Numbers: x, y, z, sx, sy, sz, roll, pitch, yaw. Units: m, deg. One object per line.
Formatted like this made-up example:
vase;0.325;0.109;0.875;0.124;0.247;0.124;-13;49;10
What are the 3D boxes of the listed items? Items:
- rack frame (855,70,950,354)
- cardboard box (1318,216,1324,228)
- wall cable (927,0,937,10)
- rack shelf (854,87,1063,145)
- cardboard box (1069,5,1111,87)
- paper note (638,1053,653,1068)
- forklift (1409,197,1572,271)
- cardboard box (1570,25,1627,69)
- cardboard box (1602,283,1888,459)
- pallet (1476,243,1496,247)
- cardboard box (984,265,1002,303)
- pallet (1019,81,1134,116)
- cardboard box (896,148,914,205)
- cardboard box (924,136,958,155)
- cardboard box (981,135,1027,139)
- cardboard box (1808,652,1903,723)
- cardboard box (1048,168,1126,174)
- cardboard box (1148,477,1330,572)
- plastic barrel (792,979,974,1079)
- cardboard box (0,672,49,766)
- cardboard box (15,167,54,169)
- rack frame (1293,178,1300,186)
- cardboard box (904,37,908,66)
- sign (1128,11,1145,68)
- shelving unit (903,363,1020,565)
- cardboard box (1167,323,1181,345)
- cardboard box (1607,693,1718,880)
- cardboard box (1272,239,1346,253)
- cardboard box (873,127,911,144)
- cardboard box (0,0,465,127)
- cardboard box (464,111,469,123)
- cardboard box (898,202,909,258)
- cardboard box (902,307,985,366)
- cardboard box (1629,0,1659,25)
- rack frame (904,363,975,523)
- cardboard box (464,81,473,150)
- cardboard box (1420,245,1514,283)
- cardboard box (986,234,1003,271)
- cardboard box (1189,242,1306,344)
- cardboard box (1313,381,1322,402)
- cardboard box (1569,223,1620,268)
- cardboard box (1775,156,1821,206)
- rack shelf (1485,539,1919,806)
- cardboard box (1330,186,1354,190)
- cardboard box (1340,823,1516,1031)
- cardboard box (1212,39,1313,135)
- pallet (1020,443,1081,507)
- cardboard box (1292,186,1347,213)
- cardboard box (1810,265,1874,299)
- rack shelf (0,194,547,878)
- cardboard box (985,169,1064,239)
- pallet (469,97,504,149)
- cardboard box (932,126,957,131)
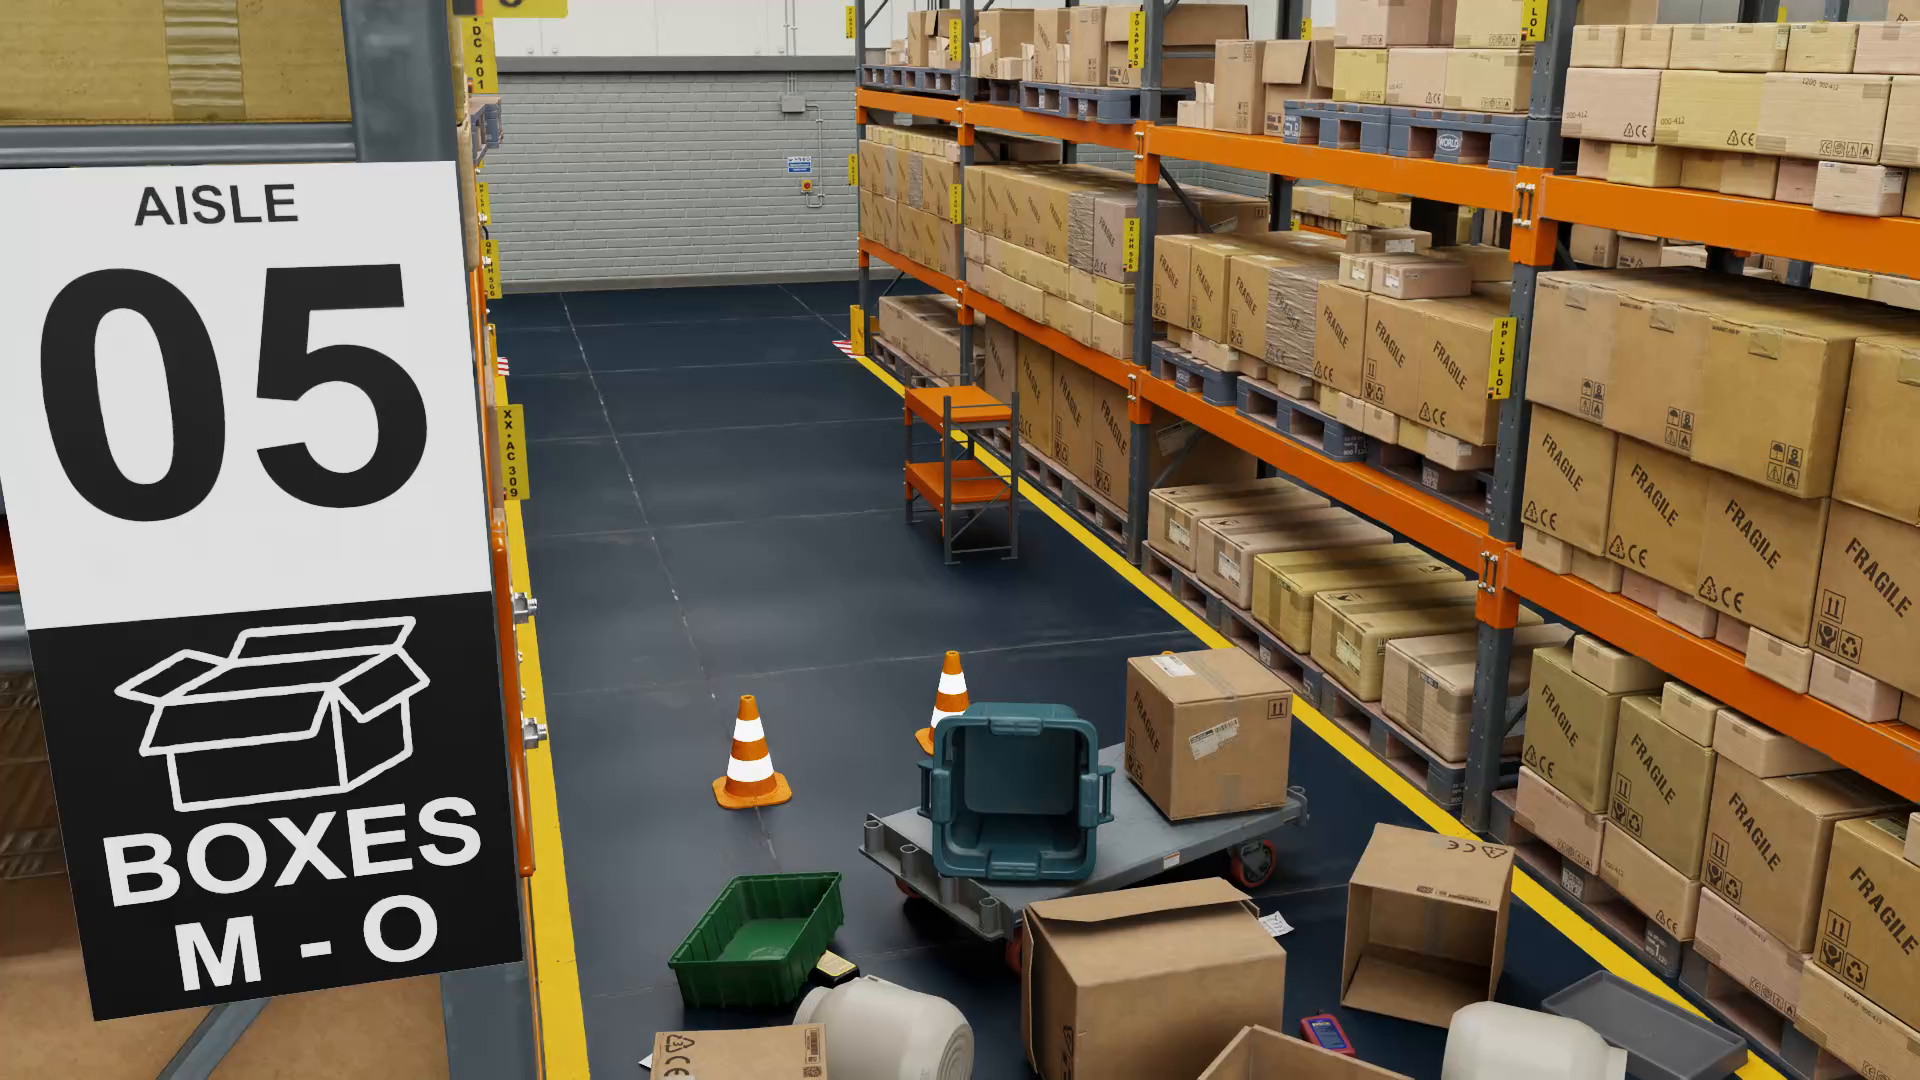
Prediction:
rack frame;-0.603;-3.534;18.001;1.000;3.000;0.127;-5;17;-15
cardboard box;4.215;-3.557;18.518;0.380;0.149;0.250;-5;17;-16
wall cable;0.975;-8.244;23.191;2.988;3.039;0.133;-5;17;-15
rack shelf;-0.054;-4.072;15.832;1.077;0.370;4.000;-5;17;-15
cardboard box;1.141;-3.265;10.990;0.700;0.500;0.500;-6;18;-18
paper note;-0.982;1.741;5.602;0.142;0.020;0.147;11;20;32
forklift;3.720;-1.433;11.128;1.130;2.935;3.031;-6;18;-19
cardboard box;2.467;-1.799;6.065;0.380;0.149;0.250;-5;17;-16
cardboard box;2.726;-0.602;5.812;0.700;0.500;0.500;-5;17;-15
pallet;5.382;-2.499;14.891;1.003;0.211;1.213;-5;17;-15
cardboard box;0.507;-2.070;13.389;0.500;0.250;0.500;-5;17;-17
pallet;1.057;-3.150;11.838;1.003;0.211;1.213;-4;17;-13
cardboard box;-0.310;-3.483;15.921;0.500;0.500;0.500;-5;17;-15
cardboard box;-0.112;-3.611;15.219;0.380;0.149;0.250;-5;17;-16
cardboard box;0.408;-3.659;15.379;0.380;0.149;0.250;-5;17;-17
cardboard box;2.911;0.441;5.208;0.380;0.149;0.250;-5;17;-15
cardboard box;1.010;-2.708;13.340;0.500;0.500;0.500;-4;17;-14
cardboard box;1.741;-0.106;10.429;0.950;0.372;0.625;-6;18;-19
plastic barrel;-0.250;1.631;5.285;0.512;0.421;0.421;7;18;23
cardboard box;-1.242;0.472;2.529;0.875;0.550;0.550;-5;17;-15
cardboard box;-1.635;-0.601;2.556;0.380;0.149;0.250;-5;17;-16
rack frame;4.168;-3.927;19.311;1.000;3.000;0.127;-5;17;-15
cardboard box;-0.240;-4.758;16.116;0.500;0.311;0.500;-4;17;-14
sign;1.059;-3.001;9.979;0.100;0.325;0.005;-5;17;-15
shelving unit;-0.002;-0.541;11.296;0.538;1.125;1.048;-5;17;-15
cardboard box;1.506;-1.297;10.262;0.380;0.149;0.250;-6;18;-18
cardboard box;2.756;0.874;6.074;0.500;0.500;0.500;-4;17;-13
cardboard box;2.140;-1.466;9.698;0.500;0.500;0.500;-5;17;-16
cardboard box;-0.670;-4.103;16.858;0.380;0.149;0.250;-4;17;-14
cardboard box;-0.824;-0.599;1.856;0.500;0.250;0.500;-5;17;-15
cardboard box;-0.794;-0.444;2.036;0.380;0.149;0.250;-5;17;-15
cardboard box;-0.305;-3.009;16.081;0.500;0.500;0.500;-4;17;-13
cardboard box;-0.066;-2.080;16.888;0.875;0.438;0.875;-4;17;-14
cardboard box;2.773;-2.350;7.509;0.500;0.250;0.500;-5;17;-16
rack frame;-0.142;-0.681;11.765;0.500;1.125;0.032;-5;17;-15
cardboard box;-1.278;-0.933;3.661;0.380;0.149;0.250;-5;17;-16
cardboard box;2.508;-1.367;8.240;0.380;0.149;0.250;-4;17;-12
cardboard box;0.516;-2.309;13.316;0.500;0.250;0.500;-4;17;-14
cardboard box;1.647;-1.426;9.564;0.500;0.500;0.500;-4;17;-12
cardboard box;2.048;-0.780;8.541;0.380;0.149;0.250;-5;18;-17
cardboard box;5.544;-2.558;13.849;0.700;0.500;0.500;-5;17;-16
cardboard box;2.830;-1.141;5.259;0.380;0.149;0.250;-5;18;-17
rack shelf;3.244;0.684;5.213;1.077;0.370;4.000;-5;17;-15
cardboard box;4.550;-3.891;18.936;0.500;0.250;0.500;-4;17;-14
cardboard box;1.681;1.386;5.966;0.500;0.500;0.500;7;18;23
cardboard box;1.846;-2.542;9.313;0.700;0.500;0.500;-5;17;-15
pallet;1.119;-0.546;12.903;1.003;0.211;1.213;-5;17;-15
cardboard box;4.034;-3.851;18.801;0.500;0.250;0.500;-5;17;-15
cardboard box;6.230;-1.738;11.415;0.500;0.250;0.500;-5;17;-15
rack shelf;-1.487;-0.334;3.386;1.077;0.370;4.000;-5;17;-15
cardboard box;0.507;-2.671;13.218;0.500;0.500;0.500;-5;17;-16
pallet;-2.908;-2.074;8.255;1.213;0.211;1.003;-4;17;-13
cardboard box;-0.067;-4.154;17.029;0.380;0.149;0.250;-5;17;-16
